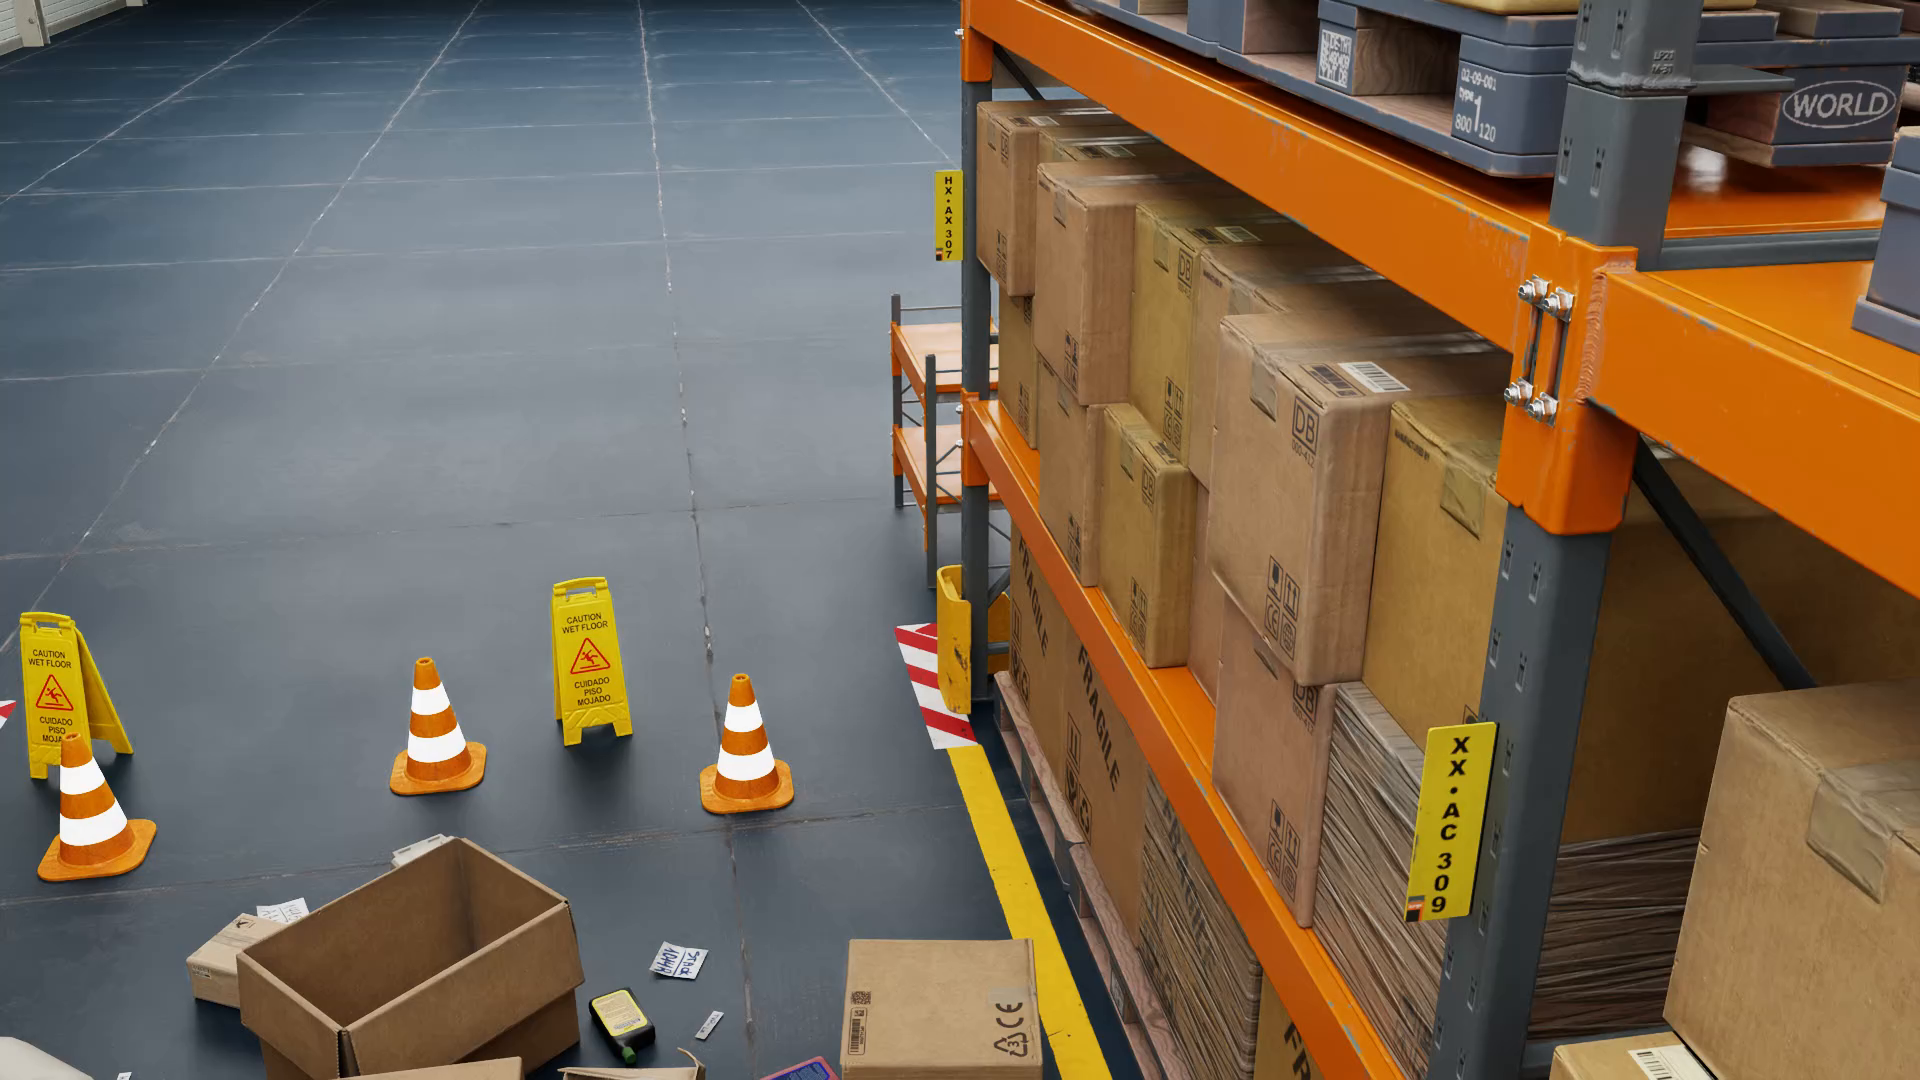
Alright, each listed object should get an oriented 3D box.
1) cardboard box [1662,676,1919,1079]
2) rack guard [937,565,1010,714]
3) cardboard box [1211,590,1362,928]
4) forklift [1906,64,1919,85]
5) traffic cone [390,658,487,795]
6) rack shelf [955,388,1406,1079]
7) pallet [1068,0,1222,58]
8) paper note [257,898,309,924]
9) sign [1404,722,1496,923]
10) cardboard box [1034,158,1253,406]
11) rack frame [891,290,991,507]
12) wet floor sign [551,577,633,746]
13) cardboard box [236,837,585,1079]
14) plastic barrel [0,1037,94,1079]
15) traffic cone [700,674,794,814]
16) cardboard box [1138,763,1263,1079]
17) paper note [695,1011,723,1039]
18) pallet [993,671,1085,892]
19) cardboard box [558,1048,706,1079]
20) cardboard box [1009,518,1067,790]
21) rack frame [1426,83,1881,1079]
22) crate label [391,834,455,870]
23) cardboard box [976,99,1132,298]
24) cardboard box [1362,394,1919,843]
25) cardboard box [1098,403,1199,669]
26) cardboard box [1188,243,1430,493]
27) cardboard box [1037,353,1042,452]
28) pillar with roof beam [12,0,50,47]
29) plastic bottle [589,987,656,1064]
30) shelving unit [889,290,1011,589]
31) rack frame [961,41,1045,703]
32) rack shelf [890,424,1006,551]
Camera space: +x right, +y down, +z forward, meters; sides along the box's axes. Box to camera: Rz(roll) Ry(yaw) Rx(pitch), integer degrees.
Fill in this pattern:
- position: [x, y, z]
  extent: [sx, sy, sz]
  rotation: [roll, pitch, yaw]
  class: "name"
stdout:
- position: [1.345, 0.491, 2.005]
  extent: [0.700, 0.500, 0.500]
  rotation: [-5, 24, -11]
  class: "cardboard box"
- position: [0.503, 0.362, 6.796]
  extent: [1.175, 0.500, 0.348]
  rotation: [-4, 24, -10]
  class: "rack guard"
- position: [1.043, 0.372, 3.463]
  extent: [0.875, 0.550, 0.550]
  rotation: [-4, 24, -10]
  class: "cardboard box"
- position: [3.117, -0.751, 6.307]
  extent: [1.130, 2.935, 3.031]
  rotation: [-15, 27, -30]
  class: "forklift"
- position: [-1.963, 0.653, 6.177]
  extent: [0.336, 0.463, 0.334]
  rotation: [-4, 24, -10]
  class: "traffic cone"
- position: [0.877, 0.343, 4.616]
  extent: [1.077, 0.370, 4.000]
  rotation: [-4, 24, -10]
  class: "rack shelf"
- position: [0.884, -1.336, 3.924]
  extent: [1.003, 0.211, 1.213]
  rotation: [-4, 24, -10]
  class: "pallet"
- position: [-2.208, 1.218, 5.424]
  extent: [0.148, 0.019, 0.142]
  rotation: [-13, 27, -28]
  class: "paper note"
- position: [0.702, 0.408, 2.387]
  extent: [0.100, 0.325, 0.005]
  rotation: [-4, 24, -10]
  class: "sign"
- position: [0.700, -0.749, 4.680]
  extent: [0.875, 0.550, 0.550]
  rotation: [-4, 24, -10]
  class: "cardboard box"
- position: [-0.093, -0.713, 8.477]
  extent: [0.500, 1.125, 0.032]
  rotation: [-4, 24, -10]
  class: "rack frame"
- position: [-1.444, 0.440, 6.435]
  extent: [0.267, 0.644, 0.232]
  rotation: [-9, 25, -19]
  class: "wet floor sign"
- position: [-1.526, 1.280, 4.691]
  extent: [0.637, 0.503, 0.797]
  rotation: [18, 29, 36]
  class: "cardboard box"
- position: [-2.469, 1.513, 4.256]
  extent: [0.512, 0.421, 0.421]
  rotation: [13, 27, 27]
  class: "plastic barrel"
- position: [-0.790, 0.703, 6.062]
  extent: [0.336, 0.463, 0.334]
  rotation: [-4, 24, -10]
  class: "traffic cone"
- position: [1.029, 0.974, 4.402]
  extent: [0.875, 0.875, 0.875]
  rotation: [-4, 24, -9]
  class: "cardboard box"
- position: [-0.744, 1.440, 4.939]
  extent: [0.032, 0.001, 0.123]
  rotation: [8, 25, 18]
  class: "paper note"
- position: [0.732, 0.813, 6.125]
  extent: [1.003, 0.211, 1.213]
  rotation: [-4, 24, -10]
  class: "pallet"
- position: [-0.881, 1.513, 4.454]
  extent: [0.396, 0.266, 0.258]
  rotation: [0, 24, -1]
  class: "cardboard box"
- position: [0.698, 0.269, 6.015]
  extent: [0.875, 0.875, 0.875]
  rotation: [-4, 24, -9]
  class: "cardboard box"
- position: [1.247, 0.800, 2.671]
  extent: [1.000, 3.000, 0.127]
  rotation: [-4, 24, -10]
  class: "rack frame"
- position: [-1.757, 1.107, 5.545]
  extent: [0.250, 0.136, 0.298]
  rotation: [-19, 30, -37]
  class: "crate label"
- position: [0.538, -1.188, 5.687]
  extent: [0.875, 0.550, 0.550]
  rotation: [-4, 24, -10]
  class: "cardboard box"
- position: [1.213, 0.088, 2.763]
  extent: [0.875, 0.550, 0.550]
  rotation: [-4, 24, -10]
  class: "cardboard box"
- position: [0.862, -0.050, 4.429]
  extent: [0.875, 0.550, 0.500]
  rotation: [-4, 24, -10]
  class: "cardboard box"
- position: [1.032, -0.342, 3.748]
  extent: [0.875, 0.550, 0.550]
  rotation: [-4, 24, -10]
  class: "cardboard box"
- position: [0.744, -0.485, 5.425]
  extent: [0.875, 0.550, 0.550]
  rotation: [-4, 24, -10]
  class: "cardboard box"
- position: [-10.180, -12.166, 24.863]
  extent: [9.100, 9.000, 0.400]
  rotation: [-4, 24, -10]
  class: "pillar with roof beam"
- position: [-0.983, 1.432, 4.894]
  extent: [0.133, 0.061, 0.283]
  rotation: [-13, 27, -28]
  class: "plastic bottle"
- position: [0.001, -0.513, 8.019]
  extent: [0.538, 1.125, 1.048]
  rotation: [-4, 24, -10]
  class: "shelving unit"
- position: [0.507, -0.774, 6.274]
  extent: [1.000, 3.000, 0.127]
  rotation: [-4, 24, -10]
  class: "rack frame"
- position: [0.001, -0.289, 8.117]
  extent: [0.538, 0.278, 1.000]
  rotation: [-4, 24, -10]
  class: "rack shelf"
